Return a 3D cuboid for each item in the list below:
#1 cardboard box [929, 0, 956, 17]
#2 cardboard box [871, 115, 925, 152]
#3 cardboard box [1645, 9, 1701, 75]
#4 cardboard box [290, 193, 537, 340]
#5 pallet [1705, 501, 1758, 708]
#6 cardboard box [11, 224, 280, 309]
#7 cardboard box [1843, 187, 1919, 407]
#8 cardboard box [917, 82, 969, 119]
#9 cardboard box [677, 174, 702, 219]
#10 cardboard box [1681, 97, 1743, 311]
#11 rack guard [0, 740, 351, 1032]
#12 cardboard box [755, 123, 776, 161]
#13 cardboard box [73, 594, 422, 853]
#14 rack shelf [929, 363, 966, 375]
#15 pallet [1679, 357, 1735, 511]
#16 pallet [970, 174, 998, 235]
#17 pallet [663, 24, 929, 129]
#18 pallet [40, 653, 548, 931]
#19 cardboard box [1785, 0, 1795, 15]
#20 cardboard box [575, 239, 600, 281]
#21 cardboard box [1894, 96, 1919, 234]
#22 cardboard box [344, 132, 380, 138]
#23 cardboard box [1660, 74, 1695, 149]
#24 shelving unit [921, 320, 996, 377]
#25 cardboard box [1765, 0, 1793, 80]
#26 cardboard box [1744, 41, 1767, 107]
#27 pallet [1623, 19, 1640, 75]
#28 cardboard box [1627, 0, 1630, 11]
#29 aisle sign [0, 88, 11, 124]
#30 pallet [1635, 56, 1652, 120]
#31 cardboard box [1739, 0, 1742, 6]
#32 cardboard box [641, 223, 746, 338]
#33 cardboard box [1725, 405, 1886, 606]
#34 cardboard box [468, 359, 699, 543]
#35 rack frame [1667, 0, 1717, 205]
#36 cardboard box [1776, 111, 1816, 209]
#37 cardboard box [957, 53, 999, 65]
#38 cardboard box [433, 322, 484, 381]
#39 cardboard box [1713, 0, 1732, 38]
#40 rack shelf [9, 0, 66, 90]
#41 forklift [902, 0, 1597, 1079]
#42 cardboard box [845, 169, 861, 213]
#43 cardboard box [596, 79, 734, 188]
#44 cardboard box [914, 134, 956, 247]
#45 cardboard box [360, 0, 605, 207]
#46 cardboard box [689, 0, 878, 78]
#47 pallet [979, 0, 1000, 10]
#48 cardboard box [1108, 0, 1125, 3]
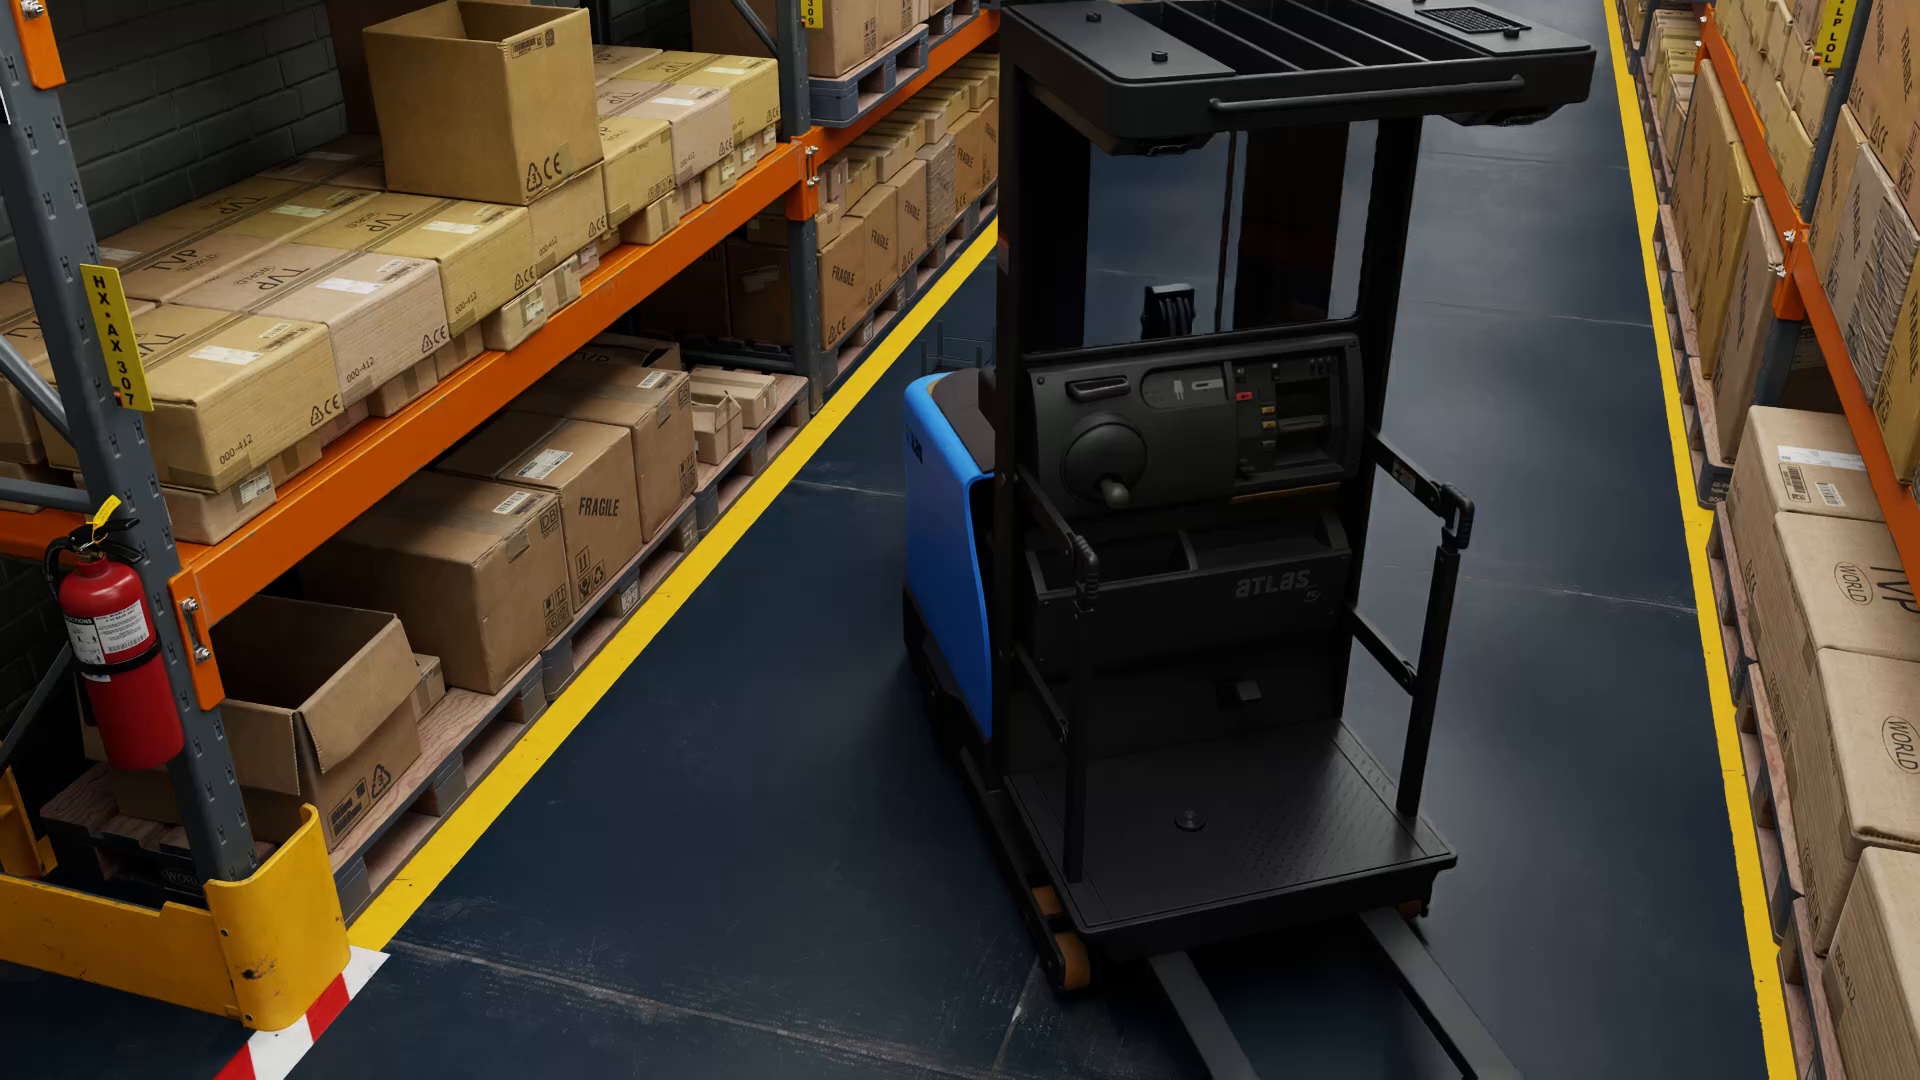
[{"bbox_3d":[-0.405,-3.012,8.543,0.700,0.500,0.500,8,30,15],"label":"cardboard box"},{"bbox_3d":[-0.409,-2.235,9.154,0.380,0.149,0.250,9,30,15],"label":"cardboard box"},{"bbox_3d":[5.800,-3.788,12.746,0.950,0.372,0.625,9,30,16],"label":"cardboard box"},{"bbox_3d":[-1.633,-0.834,5.013,0.500,0.250,0.500,8,30,14],"label":"cardboard box"},{"bbox_3d":[3.305,0.281,6.027,1.003,0.211,1.213,8,30,15],"label":"pallet"},{"bbox_3d":[-2.283,-0.683,4.740,0.500,0.250,0.500,9,30,15],"label":"cardboard box"},{"bbox_3d":[2.911,-0.679,4.782,0.500,0.500,0.500,9,30,15],"label":"cardboard box"},{"bbox_3d":[-0.163,-2.590,9.793,0.380,0.149,0.250,9,30,16],"label":"cardboard box"},{"bbox_3d":[-1.207,-1.326,6.306,0.380,0.149,0.250,9,30,16],"label":"cardboard box"},{"bbox_3d":[4.229,-1.670,8.421,0.875,0.875,0.875,9,30,15],"label":"cardboard box"},{"bbox_3d":[-2.295,0.930,4.564,1.175,0.500,0.348,8,30,15],"label":"rack guard"},{"bbox_3d":[-0.995,-1.692,6.965,0.380,0.149,0.250,9,30,16],"label":"cardboard box"},{"bbox_3d":[-2.047,0.509,4.885,0.797,0.503,0.637,7,30,13],"label":"cardboard box"},{"bbox_3d":[-0.002,-0.596,6.409,0.258,0.077,0.200,8,30,15],"label":"rack shelf"},{"bbox_3d":[3.757,-0.430,7.306,1.003,0.211,1.213,8,30,15],"label":"pallet"},{"bbox_3d":[-0.224,-2.285,10.640,1.003,0.211,1.213,8,30,15],"label":"pallet"},{"bbox_3d":[-0.804,-2.258,7.921,1.003,0.211,1.213,8,30,15],"label":"pallet"},{"bbox_3d":[-2.062,0.686,5.301,1.003,0.211,1.213,8,30,15],"label":"pallet"},{"bbox_3d":[3.806,-2.478,6.987,0.500,0.500,0.500,9,30,16],"label":"cardboard box"},{"bbox_3d":[-1.465,-0.978,5.680,0.380,0.149,0.250,8,30,15],"label":"cardboard box"},{"bbox_3d":[2.916,-1.103,4.516,0.500,0.500,0.500,9,30,16],"label":"cardboard box"},{"bbox_3d":[-1.841,-1.385,6.003,0.500,0.250,0.500,9,30,16],"label":"cardboard box"},{"bbox_3d":[5.161,-2.779,10.931,0.950,0.372,0.625,8,30,14],"label":"cardboard box"},{"bbox_3d":[-0.002,-0.389,6.524,0.258,0.900,0.210,8,30,15],"label":"shelving unit"},{"bbox_3d":[3.786,-2.147,7.164,0.500,0.250,0.500,9,30,16],"label":"cardboard box"},{"bbox_3d":[3.958,-2.167,7.715,0.500,0.250,0.500,8,30,15],"label":"cardboard box"},{"bbox_3d":[6.115,-4.096,13.896,1.003,0.211,1.213,8,30,15],"label":"pallet"},{"bbox_3d":[6.168,-4.777,14.648,0.500,0.250,0.500,9,30,16],"label":"cardboard box"},{"bbox_3d":[-2.057,-1.190,3.129,0.394,0.787,0.004,8,30,15],"label":"aisle sign"},{"bbox_3d":[5.724,-3.417,12.675,1.003,0.211,1.213,8,30,15],"label":"pallet"},{"bbox_3d":[4.240,-2.851,8.430,0.500,0.250,0.500,9,30,16],"label":"cardboard box"},{"bbox_3d":[-1.282,-1.348,8.226,0.500,0.500,0.500,8,30,15],"label":"cardboard box"},{"bbox_3d":[3.316,-0.067,5.988,0.875,0.438,0.875,8,30,14],"label":"cardboard box"},{"bbox_3d":[-1.454,-0.363,6.457,0.700,0.500,0.500,7,30,13],"label":"cardboard box"},{"bbox_3d":[4.777,-3.138,9.306,1.000,3.000,0.127,8,30,15],"label":"rack frame"},{"bbox_3d":[3.494,-1.458,6.440,0.500,0.250,0.500,8,30,14],"label":"cardboard box"},{"bbox_3d":[0.128,-2.954,10.447,0.380,0.149,0.250,7,30,12],"label":"cardboard box"},{"bbox_3d":[-1.679,-0.616,5.030,0.380,0.149,0.250,9,30,16],"label":"cardboard box"},{"bbox_3d":[4.393,-2.881,8.998,0.500,0.250,0.500,8,30,14],"label":"cardboard box"},{"bbox_3d":[-1.730,-2.053,5.010,1.077,0.370,4.000,8,30,15],"label":"rack shelf"},{"bbox_3d":[0.697,-0.264,4.210,1.130,2.935,3.031,-8,30,-14],"label":"forklift"},{"bbox_3d":[-0.712,-1.750,8.283,0.380,0.149,0.250,7,30,12],"label":"cardboard box"},{"bbox_3d":[-1.192,-1.544,6.288,0.500,0.250,0.500,9,30,15],"label":"cardboard box"},{"bbox_3d":[-0.330,-1.990,9.381,0.500,0.500,0.500,7,30,13],"label":"cardboard box"},{"bbox_3d":[-1.487,-1.389,5.238,0.500,0.500,0.500,9,30,16],"label":"cardboard box"},{"bbox_3d":[-0.787,-2.406,7.455,0.700,0.500,0.500,9,30,16],"label":"cardboard box"},{"bbox_3d":[-0.101,-3.436,10.039,1.213,0.211,1.003,8,30,15],"label":"pallet"},{"bbox_3d":[0.828,-4.246,13.308,0.875,0.625,0.625,8,30,14],"label":"cardboard box"}]
